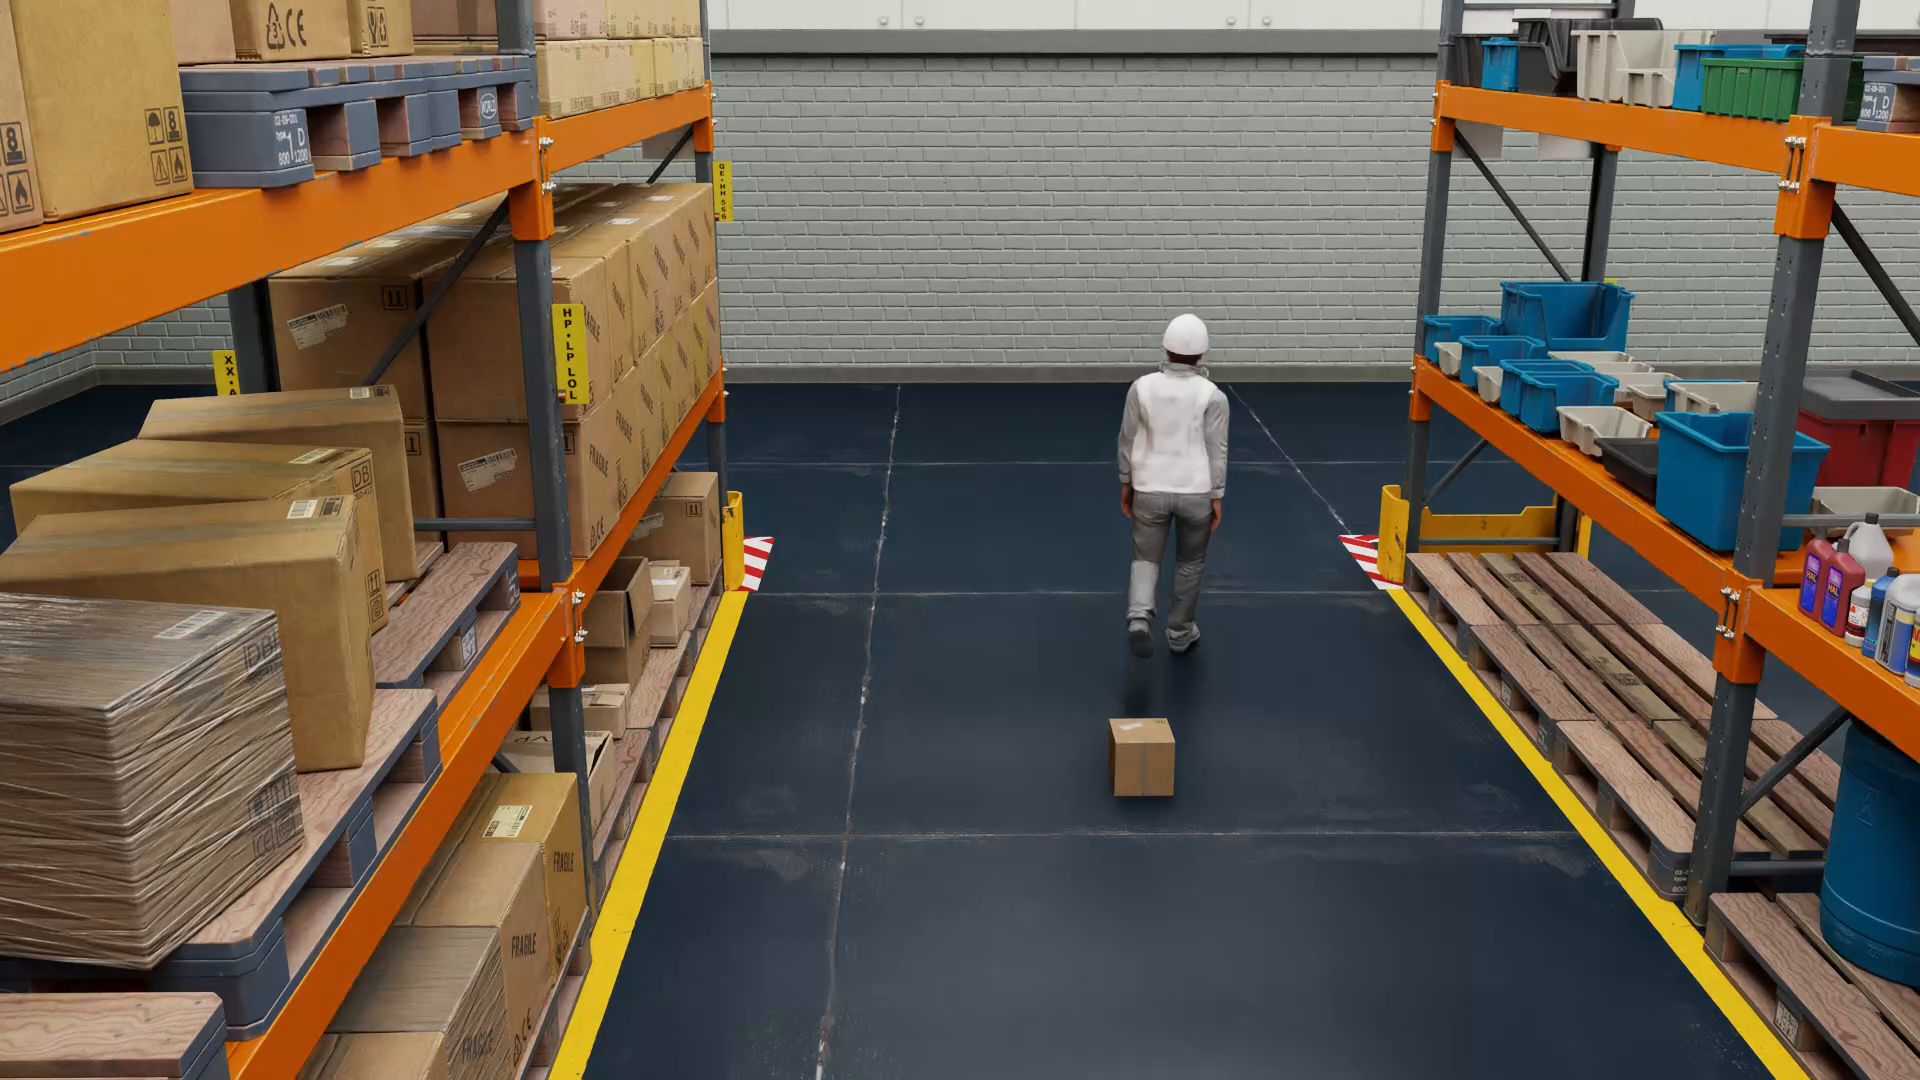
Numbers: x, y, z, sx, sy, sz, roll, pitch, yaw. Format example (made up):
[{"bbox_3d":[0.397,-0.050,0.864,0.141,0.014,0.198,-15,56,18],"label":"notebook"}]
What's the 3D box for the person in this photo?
[{"bbox_3d":[1.036,-0.237,8.235,0.549,1.753,0.785,5,18,16],"label":"person"}]
